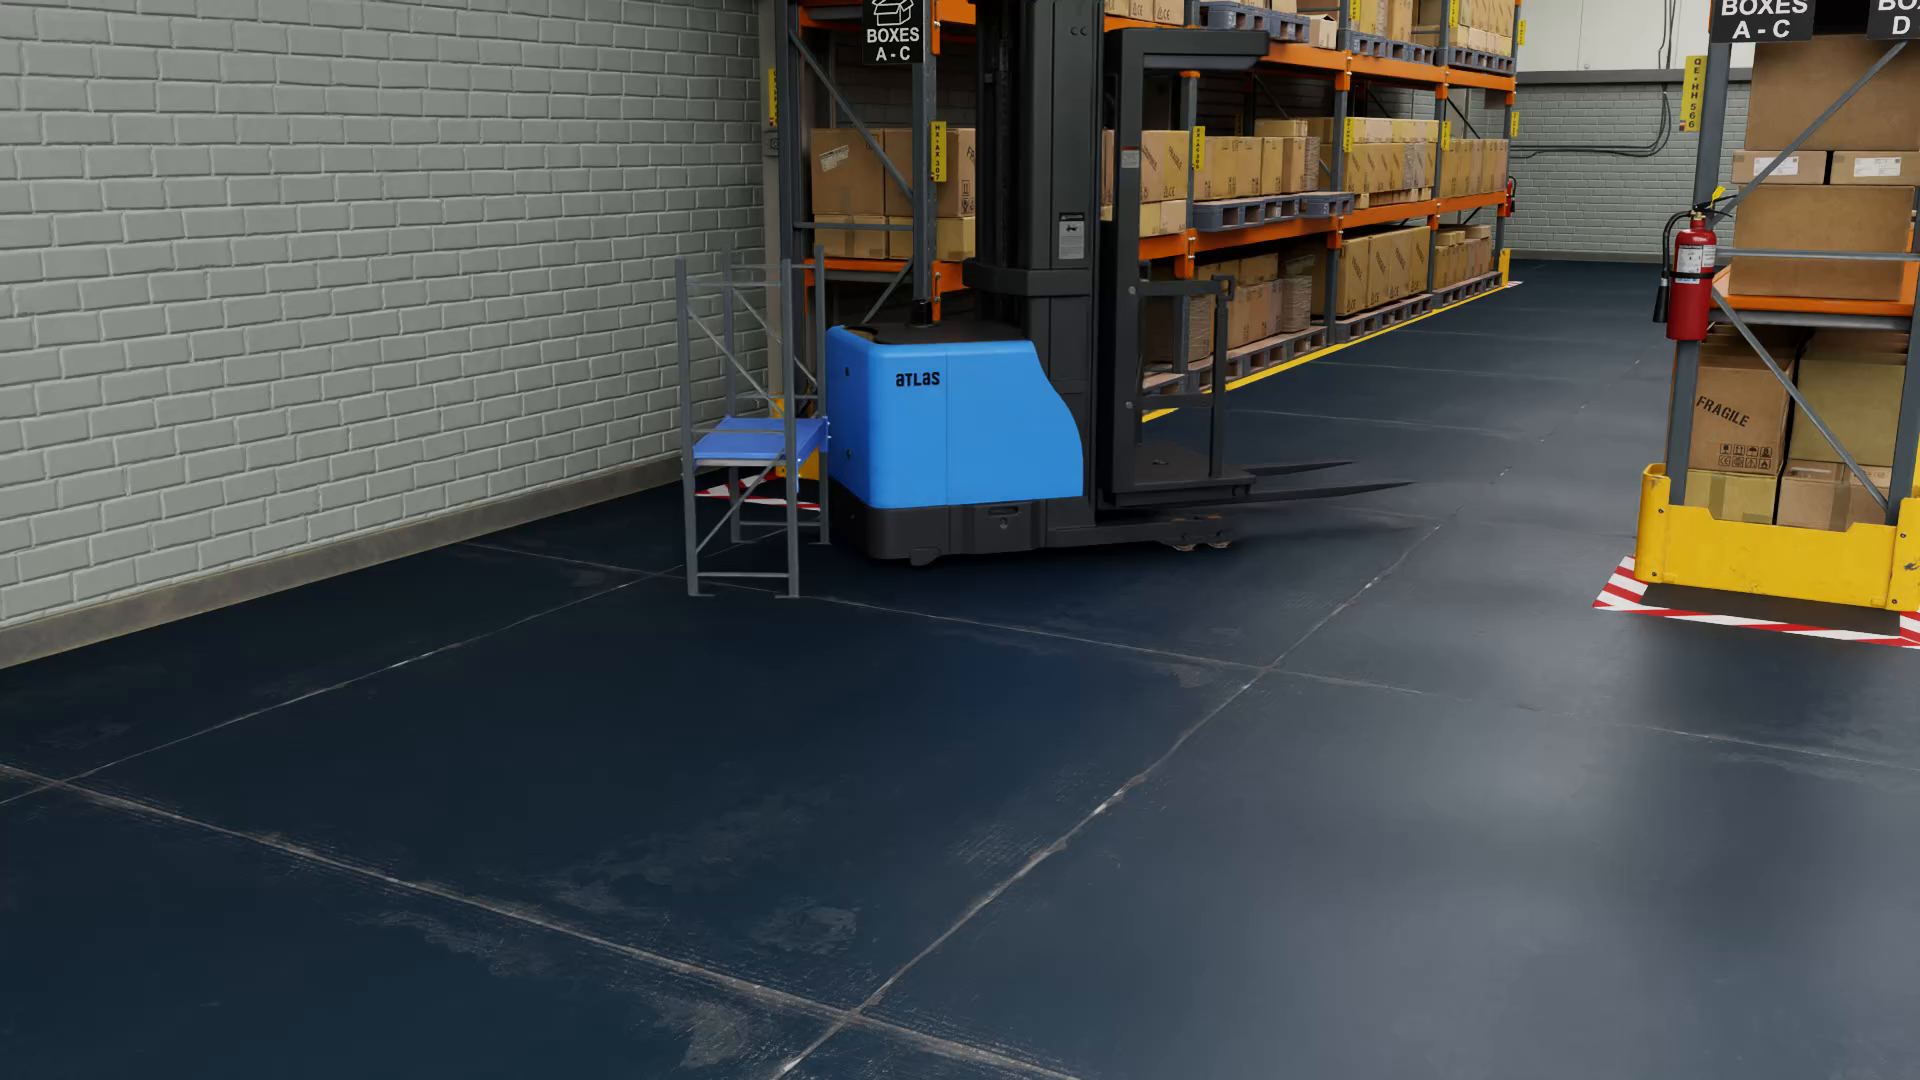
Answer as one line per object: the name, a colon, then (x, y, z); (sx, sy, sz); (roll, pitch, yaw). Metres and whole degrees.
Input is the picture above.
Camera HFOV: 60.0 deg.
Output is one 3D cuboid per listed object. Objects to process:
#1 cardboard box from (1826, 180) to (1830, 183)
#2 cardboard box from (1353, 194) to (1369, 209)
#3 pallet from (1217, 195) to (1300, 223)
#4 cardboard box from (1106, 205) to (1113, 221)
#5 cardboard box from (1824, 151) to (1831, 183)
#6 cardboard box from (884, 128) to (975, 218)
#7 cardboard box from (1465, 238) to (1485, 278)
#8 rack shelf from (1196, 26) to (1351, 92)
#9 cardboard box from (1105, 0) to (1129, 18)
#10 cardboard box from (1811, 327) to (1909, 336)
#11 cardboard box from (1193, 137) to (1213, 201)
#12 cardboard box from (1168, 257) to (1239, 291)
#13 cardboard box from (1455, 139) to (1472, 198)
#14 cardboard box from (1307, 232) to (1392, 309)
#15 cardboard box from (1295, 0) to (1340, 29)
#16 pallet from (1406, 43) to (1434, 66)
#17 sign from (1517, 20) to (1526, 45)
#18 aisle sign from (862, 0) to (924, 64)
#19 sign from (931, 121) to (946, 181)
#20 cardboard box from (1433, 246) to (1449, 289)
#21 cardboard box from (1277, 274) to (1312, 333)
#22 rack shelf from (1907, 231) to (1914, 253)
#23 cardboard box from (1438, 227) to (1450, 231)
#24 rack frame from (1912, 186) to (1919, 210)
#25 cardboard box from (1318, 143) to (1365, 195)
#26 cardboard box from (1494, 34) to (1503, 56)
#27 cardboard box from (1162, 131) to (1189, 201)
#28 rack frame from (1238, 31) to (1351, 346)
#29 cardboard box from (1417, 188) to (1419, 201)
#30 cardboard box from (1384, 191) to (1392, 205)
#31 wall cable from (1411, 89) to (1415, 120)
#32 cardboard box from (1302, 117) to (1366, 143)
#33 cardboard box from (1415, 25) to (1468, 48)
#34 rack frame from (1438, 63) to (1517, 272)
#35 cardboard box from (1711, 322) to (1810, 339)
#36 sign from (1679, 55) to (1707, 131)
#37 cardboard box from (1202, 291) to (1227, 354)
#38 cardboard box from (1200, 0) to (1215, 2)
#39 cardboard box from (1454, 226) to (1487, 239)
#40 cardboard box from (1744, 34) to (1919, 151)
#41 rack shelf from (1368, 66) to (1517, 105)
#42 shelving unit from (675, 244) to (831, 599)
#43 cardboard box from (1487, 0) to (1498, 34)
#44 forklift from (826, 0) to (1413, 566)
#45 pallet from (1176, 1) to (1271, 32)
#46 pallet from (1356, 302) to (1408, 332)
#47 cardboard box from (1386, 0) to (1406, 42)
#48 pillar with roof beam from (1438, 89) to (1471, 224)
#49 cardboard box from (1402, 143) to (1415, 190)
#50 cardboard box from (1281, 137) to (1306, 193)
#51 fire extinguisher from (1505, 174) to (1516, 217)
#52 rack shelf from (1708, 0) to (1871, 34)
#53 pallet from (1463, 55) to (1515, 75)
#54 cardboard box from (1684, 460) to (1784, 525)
cardboard box: (4.227, -1.497, 8.131); (0.700, 0.500, 0.500); (8, 16, 29)
cardboard box: (3.964, -3.473, 17.031); (0.380, 0.149, 0.250); (8, 16, 30)
pallet: (2.349, -2.944, 14.754); (1.003, 0.211, 1.213); (7, 15, 28)
cardboard box: (0.895, -2.226, 11.646); (0.500, 0.250, 0.500); (7, 15, 28)
cardboard box: (3.884, -1.764, 7.853); (0.380, 0.149, 0.250); (8, 16, 29)
cardboard box: (-0.103, -2.172, 9.820); (0.500, 0.500, 0.500); (7, 15, 28)
cardboard box: (6.645, -3.821, 22.419); (0.700, 0.500, 0.500); (7, 15, 28)
rack shelf: (2.303, -4.146, 14.466); (1.077, 0.370, 4.000); (7, 15, 28)
cardboard box: (0.818, -3.792, 11.206); (0.500, 0.500, 0.500); (7, 15, 26)
cardboard box: (5.151, -0.975, 9.547); (0.500, 0.500, 0.500); (7, 15, 28)
cardboard box: (1.612, -2.990, 13.385); (0.700, 0.500, 0.500); (7, 15, 28)
cardboard box: (2.136, -2.341, 14.640); (0.500, 0.250, 0.500); (7, 15, 26)
cardboard box: (5.838, -4.673, 20.877); (0.980, 0.700, 0.700); (7, 15, 27)
cardboard box: (4.169, -2.922, 17.945); (0.750, 0.750, 0.750); (7, 15, 28)
cardboard box: (3.450, -5.273, 16.452); (0.700, 0.500, 0.500); (6, 15, 24)
pallet: (4.804, -5.440, 18.707); (0.805, 0.209, 1.217); (7, 15, 26)
sign: (7.606, -6.875, 22.531); (0.100, 0.325, 0.005); (7, 15, 28)
aisle sign: (-0.369, -3.022, 9.120); (0.394, 0.787, 0.004); (7, 15, 28)
sign: (-0.122, -2.166, 9.271); (0.100, 0.325, 0.005); (7, 15, 28)
cardboard box: (5.655, -3.399, 20.671); (0.700, 0.500, 0.500); (8, 16, 29)
cardboard box: (2.968, -2.293, 16.040); (0.700, 0.500, 0.500); (8, 16, 29)
rack shelf: (6.641, -2.127, 12.493); (1.077, 0.370, 4.000); (7, 15, 28)
cardboard box: (6.284, -4.079, 22.108); (0.380, 0.149, 0.250); (8, 16, 29)
rack frame: (7.608, -2.887, 14.111); (1.000, 3.000, 0.127); (7, 15, 28)
cardboard box: (3.729, -3.722, 16.680); (0.500, 0.500, 0.500); (8, 16, 30)
cardboard box: (6.765, -6.440, 21.657); (0.500, 0.250, 0.500); (7, 15, 26)
cardboard box: (1.379, -2.797, 12.411); (0.500, 0.500, 0.500); (7, 15, 28)
rack frame: (3.270, -3.448, 16.435); (1.000, 3.000, 0.127); (7, 15, 28)
cardboard box: (5.022, -3.952, 19.021); (0.380, 0.149, 0.250); (8, 16, 30)
cardboard box: (4.497, -3.746, 18.165); (0.380, 0.149, 0.250); (8, 16, 30)
wall cable: (6.928, -5.953, 24.659); (0.084, 1.984, 1.851); (7, 15, 28)
cardboard box: (3.729, -4.085, 16.588); (0.500, 0.250, 0.500); (8, 16, 29)
cardboard box: (5.769, -6.019, 19.909); (0.500, 0.250, 0.500); (7, 15, 28)
rack frame: (7.137, -5.089, 23.243); (1.000, 3.000, 0.127); (7, 15, 28)
cardboard box: (4.693, -1.034, 9.793); (0.500, 0.500, 0.500); (7, 15, 28)
sign: (3.273, -1.989, 7.406); (0.100, 0.325, 0.005); (7, 15, 28)
cardboard box: (1.883, -1.891, 14.370); (0.700, 0.500, 0.500); (7, 15, 27)
cardboard box: (1.671, -4.441, 13.047); (0.500, 0.500, 0.500); (10, 17, 36)
cardboard box: (6.861, -4.139, 22.356); (0.380, 0.149, 0.250); (8, 16, 30)
cardboard box: (4.003, -2.031, 7.575); (0.700, 0.500, 0.500); (7, 15, 28)
rack shelf: (6.171, -5.787, 21.274); (1.077, 0.370, 4.000); (7, 15, 28)
shelving unit: (-0.942, -0.592, 7.788); (0.538, 1.500, 1.048); (1, 14, 3)
cardboard box: (6.526, -6.701, 21.141); (0.500, 0.500, 0.500); (7, 15, 26)
forklift: (0.873, -1.481, 8.425); (3.031, 2.935, 1.130); (-4, 14, -17)
pallet: (1.728, -4.109, 13.177); (1.213, 0.211, 1.003); (7, 15, 28)
pallet: (4.308, -2.495, 18.432); (1.003, 0.211, 1.213); (7, 15, 28)
cardboard box: (4.470, -5.700, 18.223); (0.700, 0.500, 0.500); (7, 15, 27)
pillar with roof beam: (11.454, -8.170, 23.221); (9.100, 9.000, 0.400); (7, 15, 28)
cardboard box: (4.713, -4.140, 18.417); (0.500, 0.500, 0.500); (7, 15, 28)
cardboard box: (2.805, -3.495, 15.479); (0.700, 0.500, 0.500); (6, 15, 23)
fire extinguisher: (7.614, -4.849, 23.208); (0.296, 0.674, 0.183); (7, 15, 28)
rack shelf: (4.708, -2.765, 8.737); (1.077, 0.370, 4.000); (7, 15, 28)
pallet: (6.788, -6.351, 22.266); (1.003, 0.211, 1.213); (7, 15, 28)
cardboard box: (3.741, -0.257, 8.171); (0.500, 0.250, 0.500); (7, 15, 28)
